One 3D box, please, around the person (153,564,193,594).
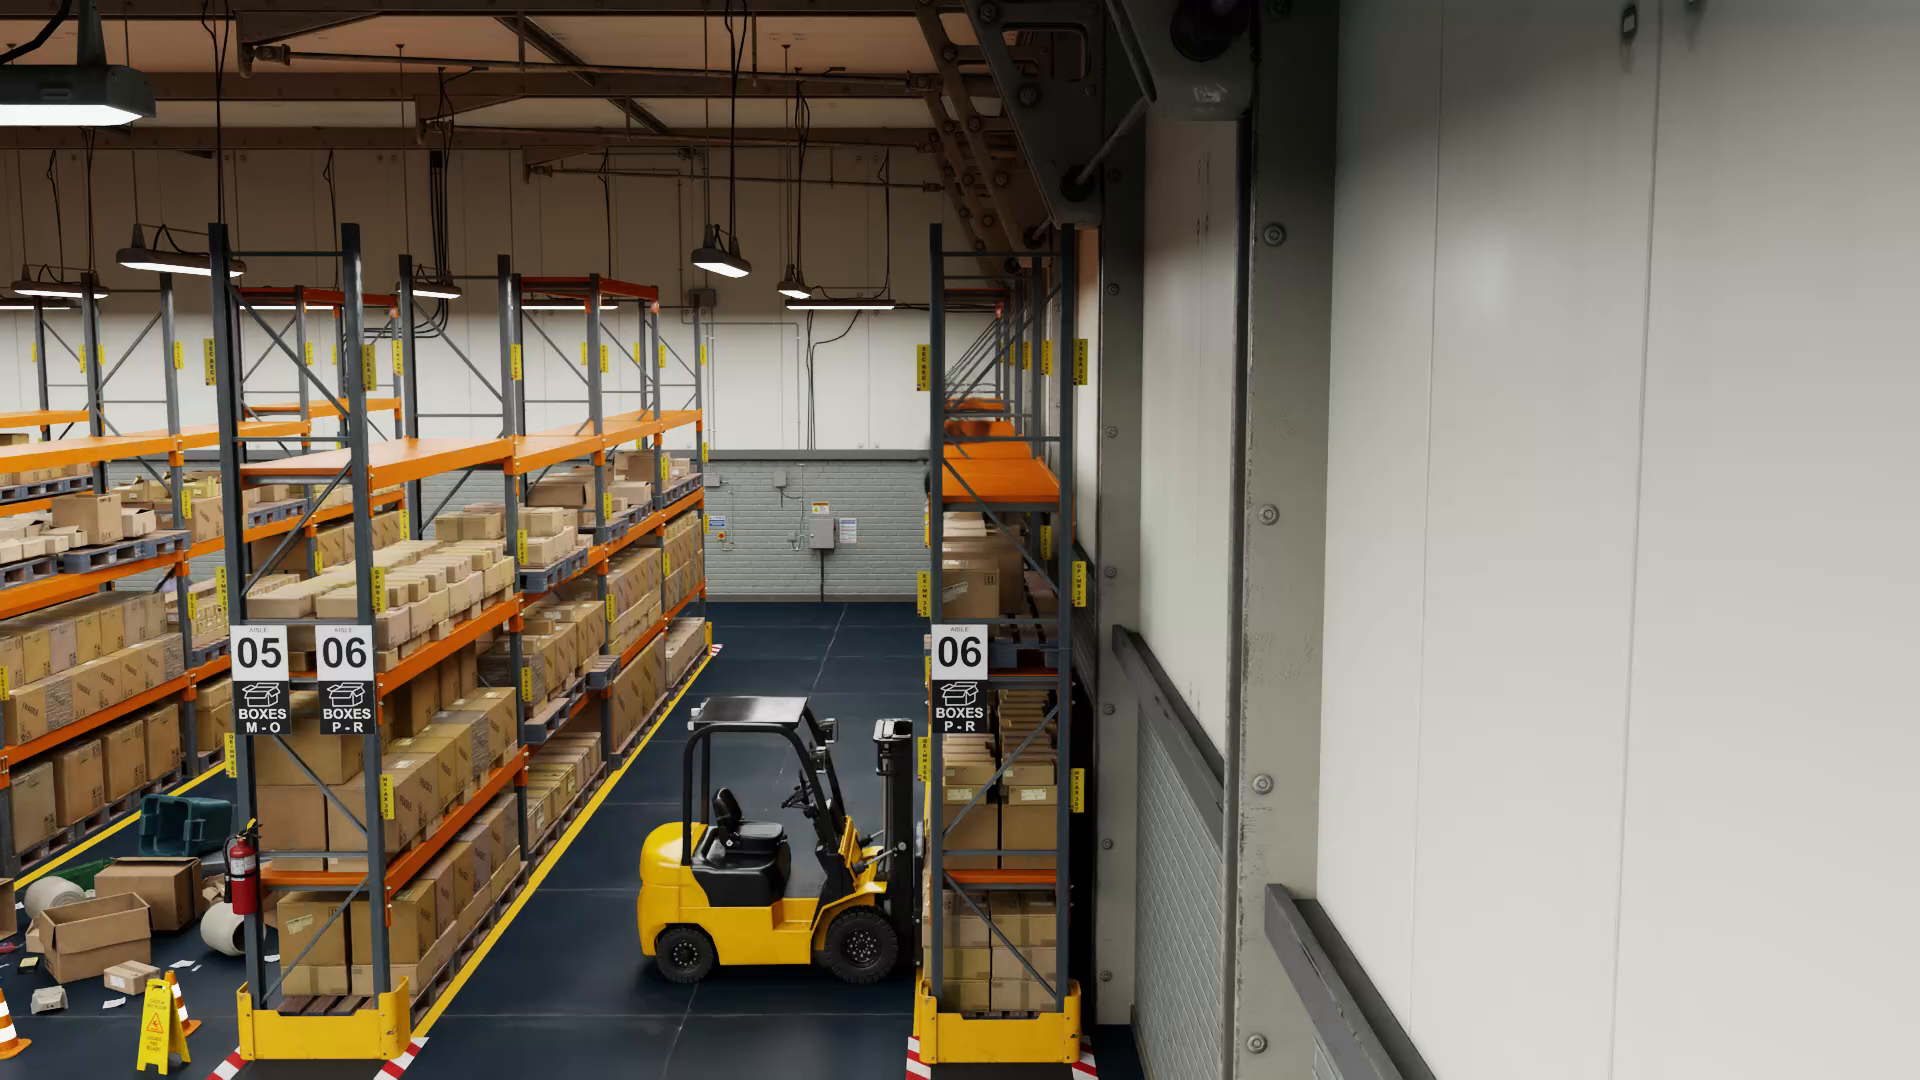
[{"bbox_3d":[-12.978,1.195,27.484,0.647,1.619,0.778,-2,7,-20],"label":"person"}]
